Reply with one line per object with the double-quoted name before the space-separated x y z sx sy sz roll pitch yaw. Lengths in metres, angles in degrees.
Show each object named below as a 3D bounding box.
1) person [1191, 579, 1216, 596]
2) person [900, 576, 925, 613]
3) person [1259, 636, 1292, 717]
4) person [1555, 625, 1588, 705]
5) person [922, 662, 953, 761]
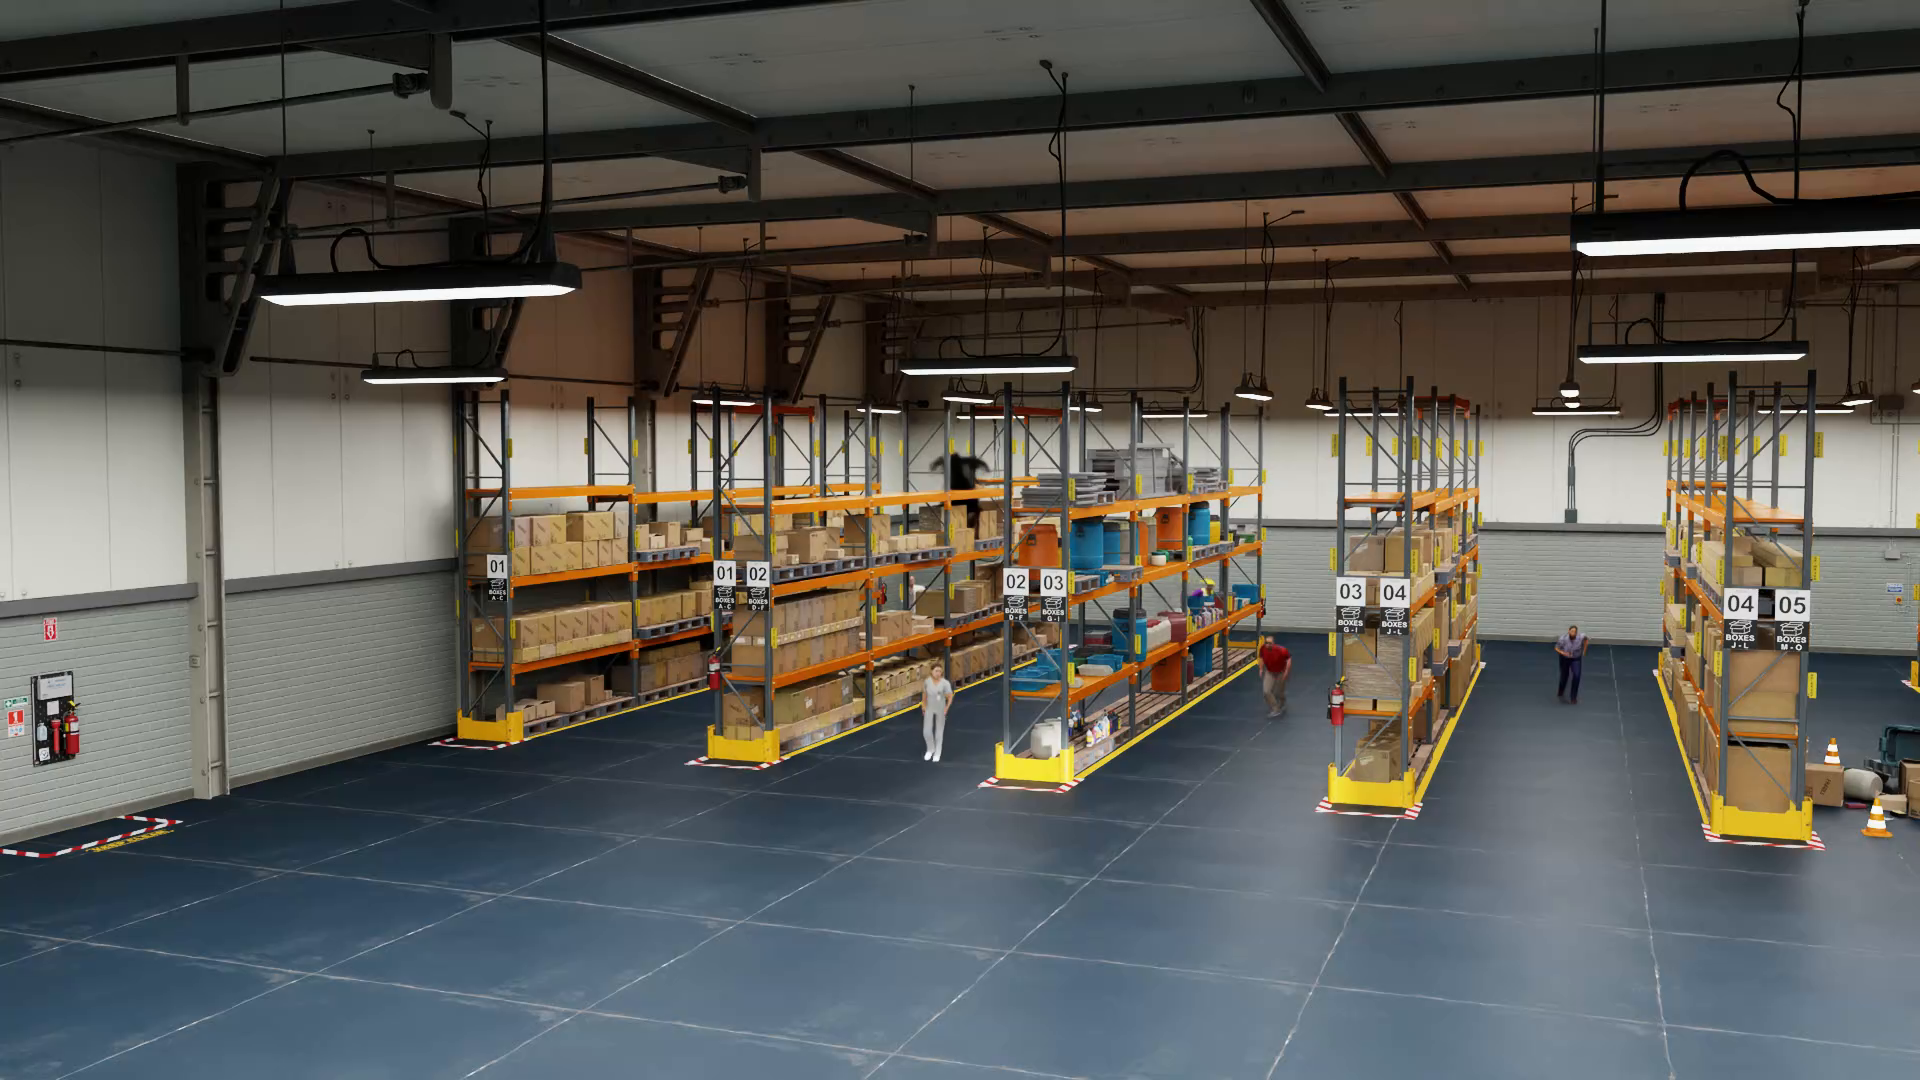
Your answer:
"person" 6.144 1.834 42.164 0.843 1.708 0.685 3 4 41
"person" -1.198 1.805 42.126 0.653 1.795 0.804 1 3 16
"person" 5.925 2.525 31.066 0.665 1.553 0.970 2 4 31
"person" 12.029 2.446 32.809 0.653 1.614 0.952 0 3 6
"person" -0.373 2.732 26.303 0.554 1.615 0.750 0 3 6
